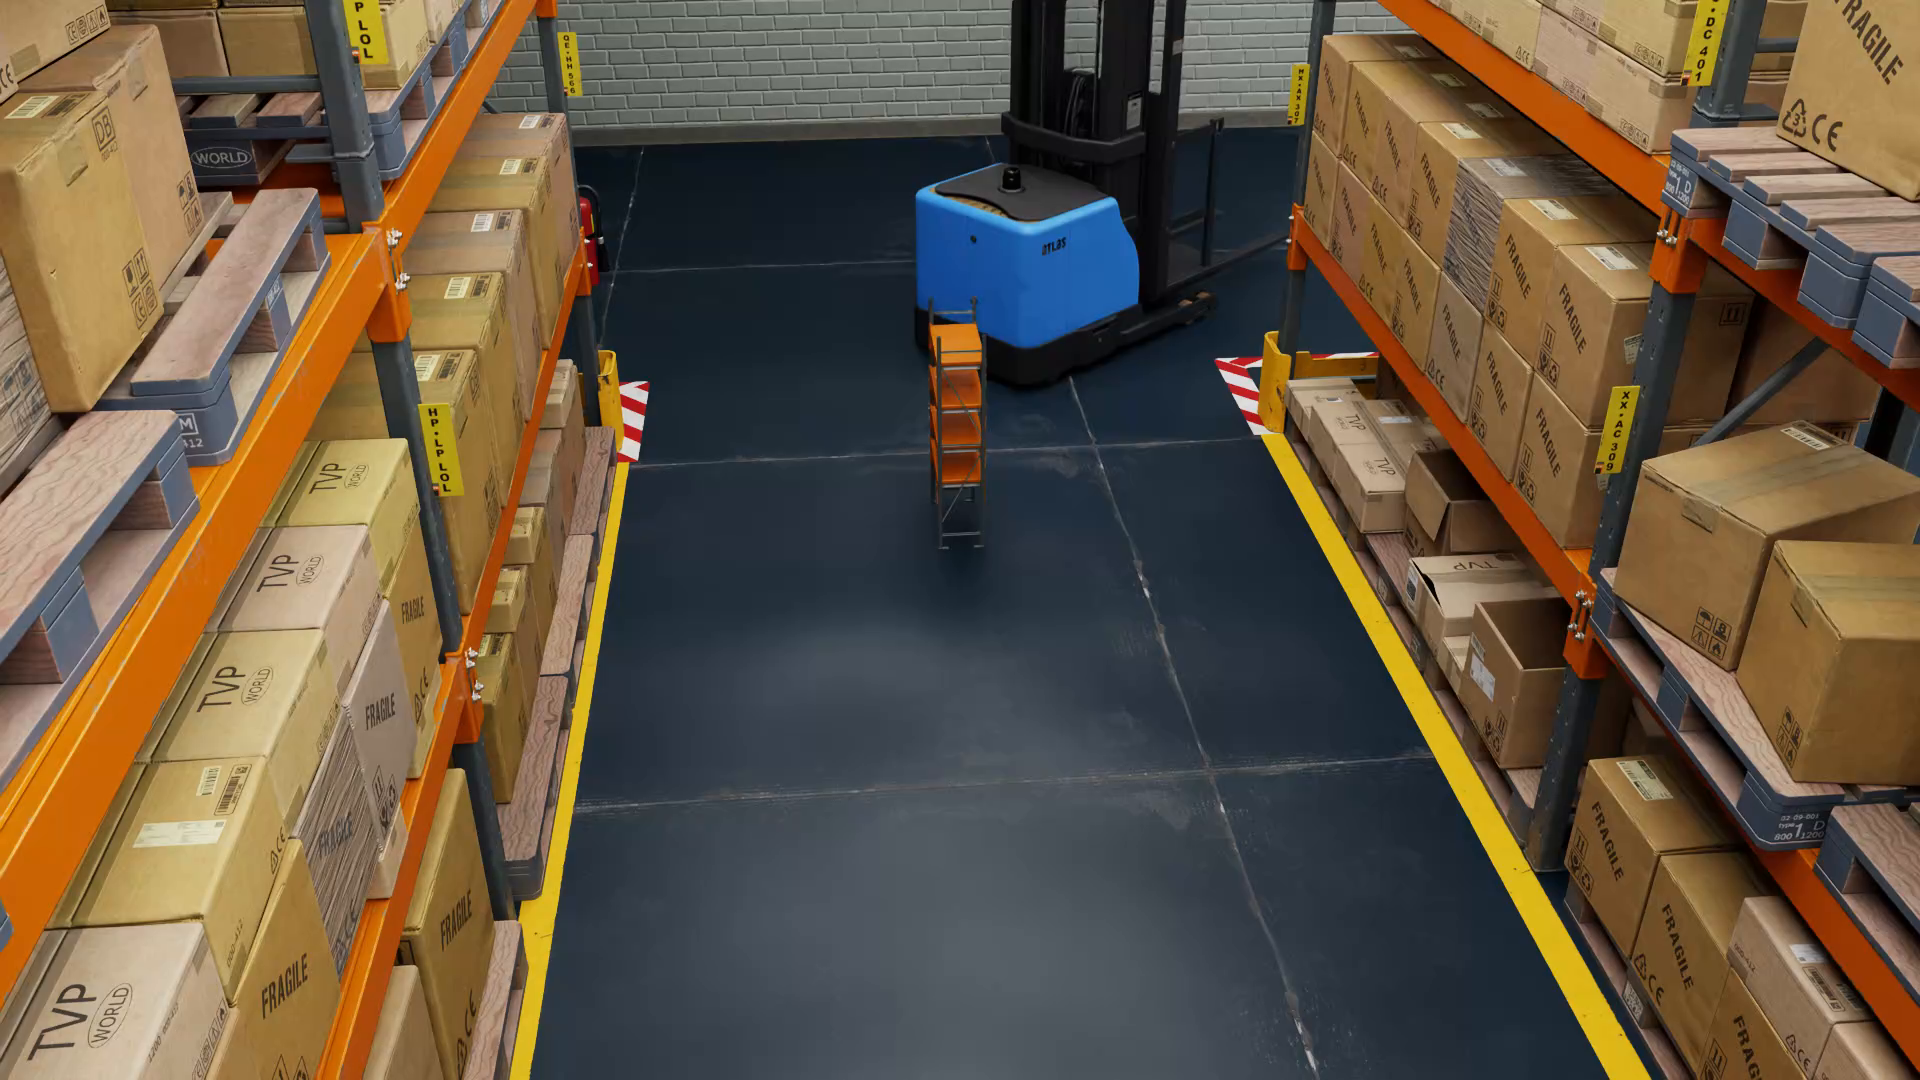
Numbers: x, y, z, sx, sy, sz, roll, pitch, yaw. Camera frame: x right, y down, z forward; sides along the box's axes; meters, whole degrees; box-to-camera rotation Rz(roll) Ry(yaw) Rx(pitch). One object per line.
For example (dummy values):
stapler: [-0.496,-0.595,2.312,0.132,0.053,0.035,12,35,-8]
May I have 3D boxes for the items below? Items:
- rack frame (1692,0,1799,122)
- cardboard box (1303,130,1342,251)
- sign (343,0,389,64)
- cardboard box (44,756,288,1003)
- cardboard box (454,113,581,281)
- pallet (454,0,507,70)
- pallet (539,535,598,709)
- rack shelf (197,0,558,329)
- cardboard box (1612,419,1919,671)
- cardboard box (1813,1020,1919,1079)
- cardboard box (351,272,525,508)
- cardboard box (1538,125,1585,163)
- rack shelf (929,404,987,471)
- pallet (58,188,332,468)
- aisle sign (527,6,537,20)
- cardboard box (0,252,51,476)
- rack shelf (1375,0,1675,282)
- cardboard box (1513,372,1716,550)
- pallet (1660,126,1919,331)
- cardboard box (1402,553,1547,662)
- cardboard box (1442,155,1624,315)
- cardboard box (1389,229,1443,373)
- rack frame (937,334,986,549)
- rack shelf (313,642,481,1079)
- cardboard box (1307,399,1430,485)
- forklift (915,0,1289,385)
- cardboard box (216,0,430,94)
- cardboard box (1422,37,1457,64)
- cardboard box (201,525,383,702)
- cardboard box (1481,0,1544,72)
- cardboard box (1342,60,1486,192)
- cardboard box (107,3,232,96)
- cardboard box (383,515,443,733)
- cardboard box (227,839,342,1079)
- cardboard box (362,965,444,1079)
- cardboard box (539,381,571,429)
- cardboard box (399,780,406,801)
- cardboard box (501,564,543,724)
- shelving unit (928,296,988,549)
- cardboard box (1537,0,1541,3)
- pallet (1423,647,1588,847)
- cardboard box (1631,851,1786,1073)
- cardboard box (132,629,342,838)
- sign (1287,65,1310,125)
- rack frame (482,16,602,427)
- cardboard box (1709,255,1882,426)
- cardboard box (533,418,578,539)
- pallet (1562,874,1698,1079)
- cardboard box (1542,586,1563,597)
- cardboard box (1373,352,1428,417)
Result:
rack frame: [2.754,-2.602,4.332,1.000,3.000,0.127,-3,31,-5]
cardboard box: [2.159,-1.873,8.863,0.500,0.500,0.500,-2,31,-4]
sign: [-1.638,-1.464,4.539,0.100,0.325,0.005,-3,31,-5]
cardboard box: [-1.745,0.719,3.482,0.500,0.250,0.500,-3,31,-6]
cardboard box: [-2.494,-1.699,8.376,0.980,0.700,0.700,-1,31,-2]
pallet: [-2.355,-2.077,6.464,1.003,0.211,1.213,-3,31,-5]
pallet: [-2.288,0.393,7.886,1.003,0.211,1.213,-3,31,-5]
rack shelf: [-2.365,-1.788,6.594,1.077,0.370,4.000,-3,31,-5]
cardboard box: [2.575,0.002,5.314,0.700,0.500,0.500,-13,33,-21]
cardboard box: [2.697,1.561,4.489,0.500,0.250,0.500,-3,31,-6]
cardboard box: [-2.275,-0.567,6.482,0.980,0.700,0.700,-4,31,-6]
cardboard box: [2.845,-1.543,7.335,0.500,0.500,0.500,-2,31,-3]
rack shelf: [-0.015,-0.542,8.618,0.258,0.148,0.480,-3,31,-5]
pallet: [-2.043,-0.528,3.970,0.805,0.209,1.217,-4,31,-7]
aisle sign: [-2.260,-2.997,8.307,0.394,0.787,0.004,-3,31,-5]
cardboard box: [-2.106,-0.313,2.897,0.700,0.500,0.500,-3,31,-5]
rack shelf: [2.567,-2.027,6.995,1.077,0.370,4.000,-3,31,-5]
cardboard box: [2.452,-0.313,6.251,0.500,0.500,0.500,-2,31,-4]
pallet: [2.745,-0.898,4.586,1.213,0.211,1.003,-3,31,-5]
cardboard box: [2.348,0.278,7.552,0.500,0.311,0.500,-3,31,-5]
cardboard box: [2.351,-1.264,6.868,0.500,0.500,0.500,-3,31,-4]
cardboard box: [2.302,-1.098,7.566,0.500,0.500,0.500,-2,31,-4]
rack frame: [0.007,-0.475,8.375,0.240,1.200,0.015,-3,31,-5]
rack shelf: [-1.991,1.542,3.944,1.077,0.370,4.000,-3,31,-5]
cardboard box: [2.195,-0.531,8.966,0.500,0.250,0.500,-3,31,-5]
forklift: [1.103,-2.866,10.691,1.130,2.935,3.031,27,40,37]
cardboard box: [-1.980,-1.600,5.217,0.500,0.250,0.500,-3,31,-5]
cardboard box: [2.696,-2.327,8.649,0.500,0.500,0.500,-3,31,-5]
cardboard box: [-1.841,0.199,4.354,0.500,0.250,0.500,-2,31,-4]
cardboard box: [2.352,-1.997,6.388,0.500,0.250,0.500,-3,31,-5]
cardboard box: [2.215,-2.036,8.160,0.500,0.500,0.500,-2,31,-4]
cardboard box: [-2.475,-1.572,5.172,0.500,0.250,0.500,-2,31,-4]
cardboard box: [-1.884,0.257,4.988,0.500,0.500,0.500,-3,31,-5]
cardboard box: [-1.736,1.028,3.696,0.500,0.500,0.500,-2,31,-3]
cardboard box: [-1.902,1.734,4.608,0.750,0.750,0.750,-2,31,-3]
cardboard box: [-2.168,-0.676,8.352,0.380,0.149,0.250,-2,31,-3]
cardboard box: [-1.838,0.733,4.824,0.380,0.149,0.250,-2,31,-3]
cardboard box: [-2.189,0.462,7.080,0.700,0.500,0.500,-3,31,-5]
shelving unit: [-0.015,-0.600,8.584,0.258,1.200,0.503,-3,31,-5]
cardboard box: [2.350,-2.211,6.260,0.500,0.250,0.500,-3,31,-5]
pallet: [2.691,0.820,7.172,1.003,0.211,1.213,-3,31,-5]
cardboard box: [2.617,1.388,5.510,0.500,0.500,0.500,-2,31,-4]
cardboard box: [-1.794,0.459,3.918,0.500,0.250,0.500,-2,31,-4]
sign: [1.840,-2.415,9.023,0.100,0.325,0.005,-3,31,-5]
rack frame: [-2.551,-1.830,8.888,1.000,3.000,0.127,-3,31,-5]
cardboard box: [2.990,-0.753,6.013,0.500,0.500,0.500,-2,31,-3]
cardboard box: [-2.340,-0.329,8.404,0.700,0.500,0.500,-3,31,-5]
pallet: [2.868,1.584,5.893,1.003,0.211,1.213,-3,31,-5]
cardboard box: [2.839,0.335,7.598,0.380,0.166,0.250,-3,31,-5]
cardboard box: [2.676,-0.919,9.372,0.500,0.500,0.500,-3,31,-5]
